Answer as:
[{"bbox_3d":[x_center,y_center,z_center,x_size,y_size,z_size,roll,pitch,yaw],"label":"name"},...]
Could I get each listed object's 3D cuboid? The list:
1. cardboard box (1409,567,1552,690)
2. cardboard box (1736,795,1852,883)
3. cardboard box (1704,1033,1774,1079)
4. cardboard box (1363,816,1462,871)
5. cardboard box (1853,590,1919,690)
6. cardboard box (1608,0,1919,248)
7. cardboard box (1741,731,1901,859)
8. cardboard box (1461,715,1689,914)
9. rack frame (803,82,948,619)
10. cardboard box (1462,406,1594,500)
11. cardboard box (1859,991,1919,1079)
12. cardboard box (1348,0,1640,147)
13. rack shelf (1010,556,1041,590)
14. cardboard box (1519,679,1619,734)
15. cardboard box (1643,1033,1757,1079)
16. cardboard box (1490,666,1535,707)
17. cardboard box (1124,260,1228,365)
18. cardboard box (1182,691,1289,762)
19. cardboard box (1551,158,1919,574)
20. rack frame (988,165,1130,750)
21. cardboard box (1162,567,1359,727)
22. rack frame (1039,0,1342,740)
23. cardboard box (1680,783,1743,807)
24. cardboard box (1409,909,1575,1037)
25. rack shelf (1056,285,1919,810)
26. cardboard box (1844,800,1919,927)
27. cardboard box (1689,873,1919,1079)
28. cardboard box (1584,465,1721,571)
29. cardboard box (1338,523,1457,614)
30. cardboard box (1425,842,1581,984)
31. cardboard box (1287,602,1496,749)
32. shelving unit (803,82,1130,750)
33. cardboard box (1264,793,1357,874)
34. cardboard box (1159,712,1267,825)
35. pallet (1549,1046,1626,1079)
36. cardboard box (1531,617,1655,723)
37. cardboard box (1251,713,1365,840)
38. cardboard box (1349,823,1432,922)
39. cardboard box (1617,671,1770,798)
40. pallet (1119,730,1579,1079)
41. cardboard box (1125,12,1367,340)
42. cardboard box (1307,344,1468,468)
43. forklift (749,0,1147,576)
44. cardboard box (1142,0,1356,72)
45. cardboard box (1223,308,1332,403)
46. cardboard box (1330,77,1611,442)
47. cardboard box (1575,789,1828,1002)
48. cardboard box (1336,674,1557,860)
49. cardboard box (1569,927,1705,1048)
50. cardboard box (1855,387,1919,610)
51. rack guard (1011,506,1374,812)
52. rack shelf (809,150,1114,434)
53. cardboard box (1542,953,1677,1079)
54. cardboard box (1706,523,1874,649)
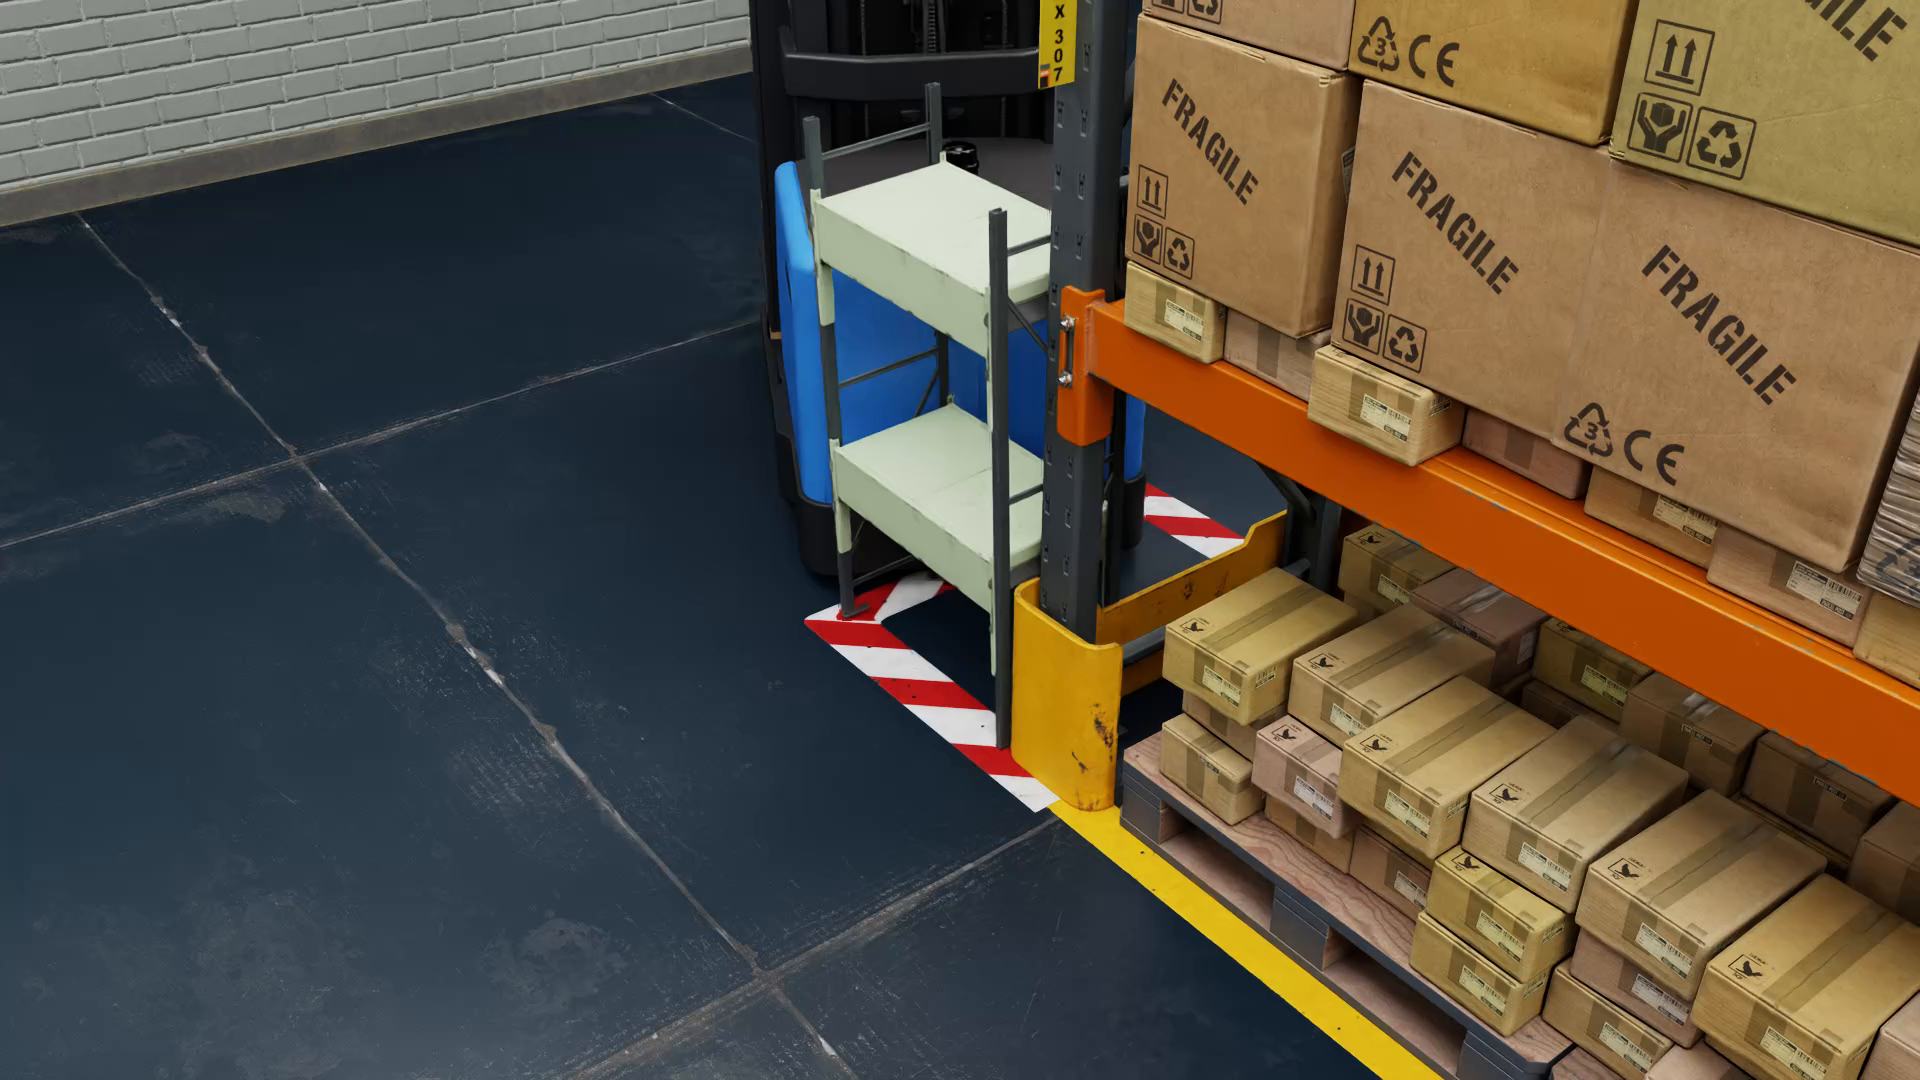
[{"bbox_3d":[1.261,0.169,3.875,0.380,0.149,0.250,-21,38,-30],"label":"cardboard box"},{"bbox_3d":[1.824,0.589,3.481,0.380,0.149,0.250,-22,38,-31],"label":"cardboard box"},{"bbox_3d":[1.598,0.862,3.041,0.380,0.149,0.250,-20,37,-29],"label":"cardboard box"},{"bbox_3d":[1.089,0.541,3.559,0.380,0.149,0.250,-22,38,-31],"label":"cardboard box"},{"bbox_3d":[1.564,0.109,2.470,0.380,0.149,0.250,-21,37,-30],"label":"cardboard box"},{"bbox_3d":[1.309,-0.761,2.308,0.500,0.500,0.500,-23,39,-32],"label":"cardboard box"},{"bbox_3d":[1.837,0.458,3.409,0.380,0.149,0.250,-21,37,-30],"label":"cardboard box"},{"bbox_3d":[1.215,0.534,3.287,0.380,0.149,0.250,-24,39,-34],"label":"cardboard box"},{"bbox_3d":[-0.197,-0.464,4.529,0.400,1.500,0.023,-24,40,-29],"label":"rack frame"},{"bbox_3d":[1.146,-0.239,3.030,0.380,0.149,0.250,-20,37,-29],"label":"cardboard box"},{"bbox_3d":[1.733,0.851,2.776,0.380,0.149,0.250,-22,38,-31],"label":"cardboard box"},{"bbox_3d":[1.007,-0.985,2.669,0.500,0.500,0.500,-21,38,-30],"label":"cardboard box"},{"bbox_3d":[0.029,-0.094,4.428,0.332,0.071,0.664,-24,40,-29],"label":"rack shelf"},{"bbox_3d":[1.496,0.377,3.822,0.380,0.149,0.250,-24,39,-33],"label":"cardboard box"},{"bbox_3d":[1.465,1.015,3.077,0.380,0.149,0.250,-24,39,-34],"label":"cardboard box"},{"bbox_3d":[1.294,0.287,3.966,0.380,0.149,0.250,-23,39,-32],"label":"cardboard box"},{"bbox_3d":[0.567,-0.525,3.490,0.380,0.149,0.250,-23,38,-32],"label":"cardboard box"},{"bbox_3d":[0.746,0.335,3.890,0.380,0.149,0.250,-21,37,-29],"label":"cardboard box"},{"bbox_3d":[1.323,-0.342,2.581,0.500,0.500,0.500,-22,38,-31],"label":"cardboard box"},{"bbox_3d":[0.243,-0.144,4.040,0.400,1.500,0.023,-24,40,-29],"label":"rack frame"},{"bbox_3d":[0.680,0.235,3.768,0.380,0.149,0.250,-24,39,-33],"label":"cardboard box"},{"bbox_3d":[0.627,-0.873,3.812,1.000,3.000,0.127,-22,38,-31],"label":"rack frame"},{"bbox_3d":[1.580,0.522,3.588,0.380,0.149,0.250,-23,38,-32],"label":"cardboard box"},{"bbox_3d":[1.149,0.808,3.411,0.380,0.149,0.250,-22,38,-31],"label":"cardboard box"},{"bbox_3d":[1.854,0.266,2.660,1.077,0.370,4.000,-22,38,-31],"label":"rack shelf"},{"bbox_3d":[1.911,0.604,3.175,0.380,0.149,0.250,-24,39,-33],"label":"cardboard box"},{"bbox_3d":[1.503,0.777,2.895,0.380,0.149,0.250,-22,38,-31],"label":"cardboard box"},{"bbox_3d":[1.293,-0.118,2.835,0.380,0.149,0.250,-23,38,-32],"label":"cardboard box"},{"bbox_3d":[1.152,0.046,4.073,0.380,0.149,0.250,-22,38,-31],"label":"cardboard box"},{"bbox_3d":[1.161,0.683,3.330,0.380,0.149,0.250,-21,38,-30],"label":"cardboard box"},{"bbox_3d":[0.944,0.311,3.646,0.380,0.149,0.250,-22,38,-31],"label":"cardboard box"},{"bbox_3d":[0.023,-0.304,4.285,0.431,1.500,0.755,-24,40,-29],"label":"shelving unit"},{"bbox_3d":[0.921,0.564,3.802,0.380,0.149,0.250,-22,38,-32],"label":"cardboard box"},{"bbox_3d":[0.696,0.482,3.935,0.380,0.149,0.250,-21,38,-30],"label":"cardboard box"},{"bbox_3d":[1.888,1.202,3.115,1.003,0.211,1.213,-22,38,-31],"label":"pallet"},{"bbox_3d":[1.520,0.236,3.767,0.380,0.149,0.250,-23,39,-32],"label":"cardboard box"},{"bbox_3d":[0.869,0.467,3.677,0.380,0.149,0.250,-22,38,-32],"label":"cardboard box"},{"bbox_3d":[1.079,0.666,3.639,0.380,0.149,0.250,-22,38,-31],"label":"cardboard box"},{"bbox_3d":[1.629,0.364,3.561,0.380,0.149,0.250,-24,39,-33],"label":"cardboard box"},{"bbox_3d":[1.144,0.693,3.933,1.003,0.211,1.213,-22,38,-31],"label":"pallet"},{"bbox_3d":[0.684,-0.765,3.262,0.500,0.500,0.500,-20,37,-29],"label":"cardboard box"},{"bbox_3d":[0.878,-0.303,3.133,0.380,0.149,0.250,-23,39,-33],"label":"cardboard box"},{"bbox_3d":[-0.172,-1.874,5.549,1.129,2.867,3.031,-5,32,-7],"label":"forklift"},{"bbox_3d":[0.693,-1.193,3.004,0.500,0.500,0.500,-23,38,-32],"label":"cardboard box"},{"bbox_3d":[0.756,-0.432,3.341,0.380,0.149,0.250,-21,37,-30],"label":"cardboard box"},{"bbox_3d":[1.033,-0.550,2.916,0.500,0.500,0.500,-22,38,-31],"label":"cardboard box"},{"bbox_3d":[1.378,0.653,3.096,0.380,0.149,0.250,-21,37,-30],"label":"cardboard box"},{"bbox_3d":[0.998,0.458,3.410,0.380,0.149,0.250,-22,38,-32],"label":"cardboard box"},{"bbox_3d":[1.399,0.763,3.201,0.380,0.149,0.250,-24,39,-34],"label":"cardboard box"},{"bbox_3d":[1.641,-0.132,2.242,0.500,0.500,0.500,-23,39,-33],"label":"cardboard box"},{"bbox_3d":[0.674,0.221,4.421,1.175,0.500,0.348,-22,38,-31],"label":"rack guard"},{"bbox_3d":[0.014,-0.627,4.065,0.431,0.370,0.720,-24,40,-29],"label":"rack shelf"},{"bbox_3d":[1.380,0.883,3.289,0.380,0.149,0.250,-22,38,-31],"label":"cardboard box"},{"bbox_3d":[1.422,-0.006,2.655,0.380,0.149,0.250,-23,39,-32],"label":"cardboard box"}]
